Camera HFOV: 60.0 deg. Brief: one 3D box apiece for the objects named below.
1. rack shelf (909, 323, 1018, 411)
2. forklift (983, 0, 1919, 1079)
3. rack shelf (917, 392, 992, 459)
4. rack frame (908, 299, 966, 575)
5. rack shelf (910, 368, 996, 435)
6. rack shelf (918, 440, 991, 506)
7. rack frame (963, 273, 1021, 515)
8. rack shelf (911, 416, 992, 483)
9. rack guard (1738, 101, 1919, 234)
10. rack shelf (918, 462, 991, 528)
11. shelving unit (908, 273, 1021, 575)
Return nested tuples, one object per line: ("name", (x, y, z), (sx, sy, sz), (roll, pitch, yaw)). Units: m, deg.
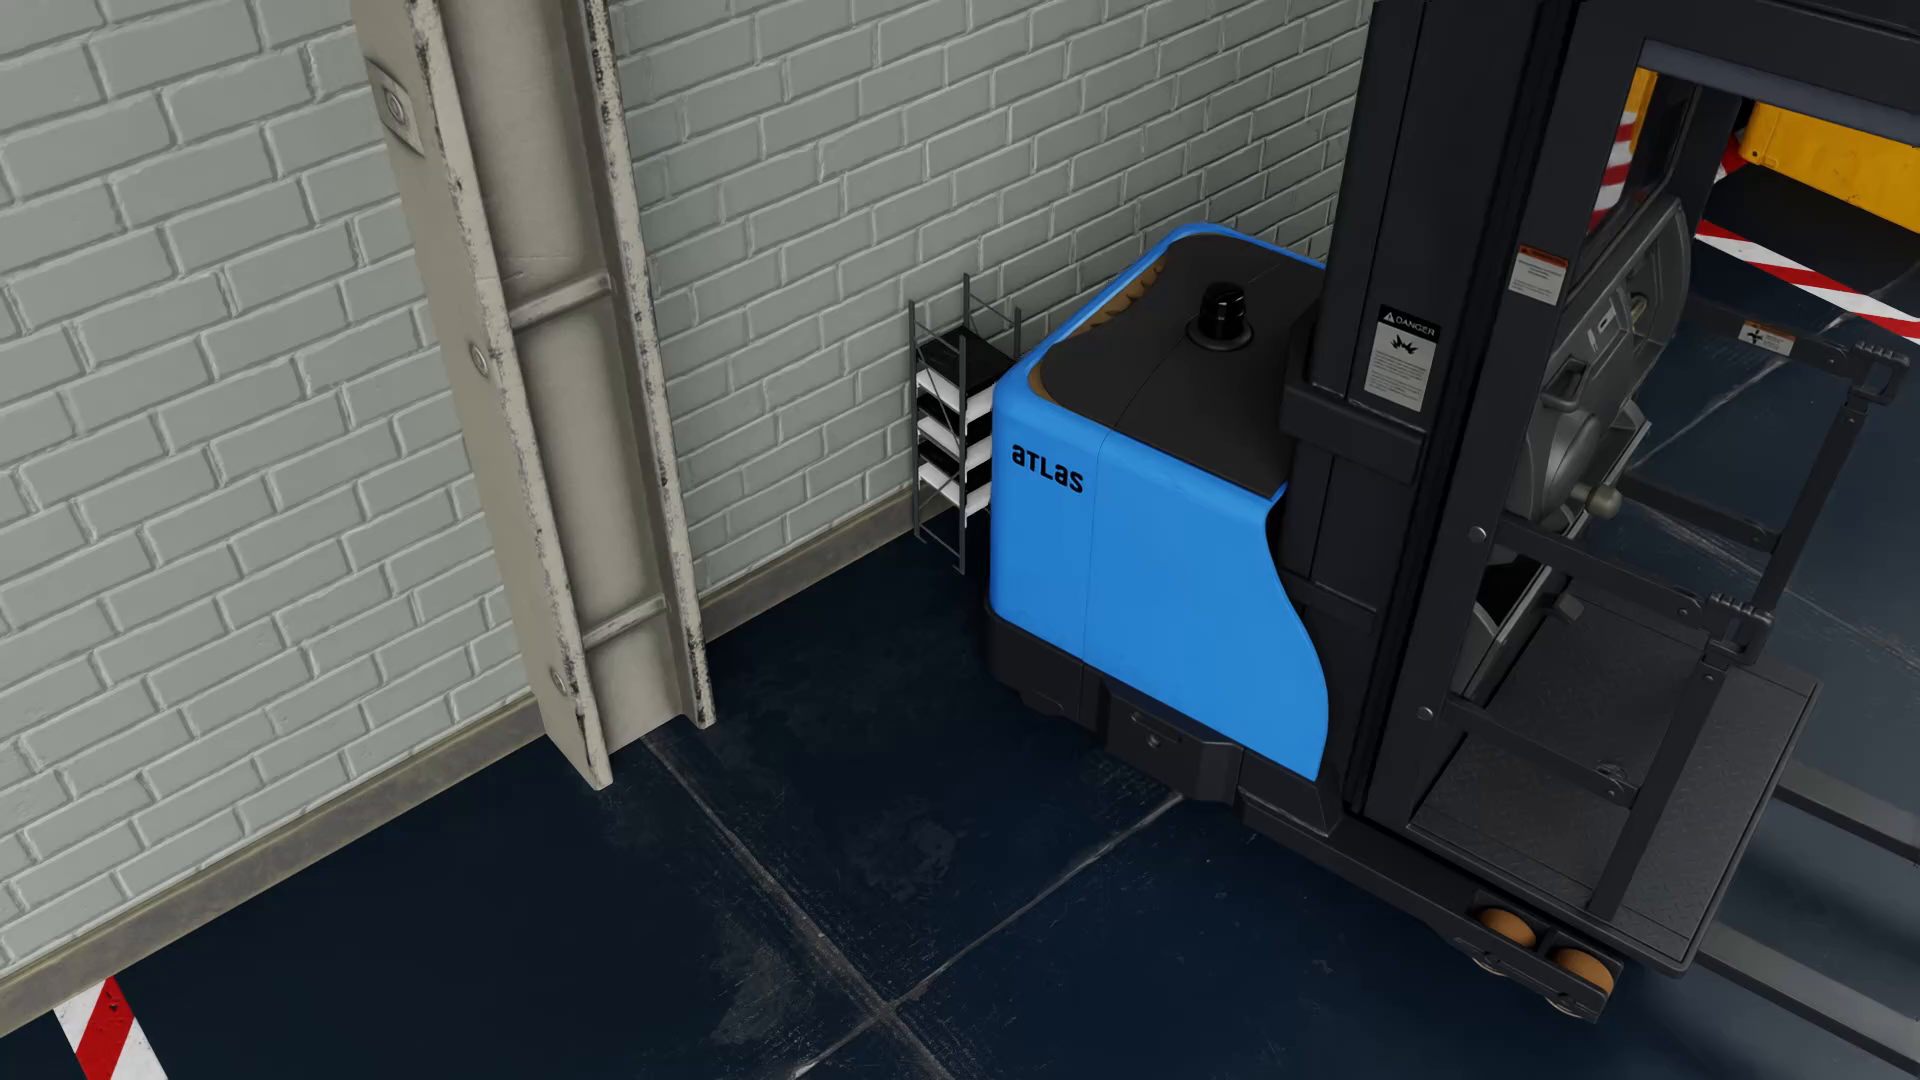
("rack shelf", (0.013, -0.500, 4.780), (0.200, 0.077, 0.258), (-30, 51, -28))
("forklift", (1.553, -0.334, 3.465), (3.031, 2.935, 1.130), (27, 49, 26))
("rack shelf", (0.013, -0.369, 4.903), (0.200, 0.077, 0.258), (-30, 51, -28))
("rack frame", (-0.064, -0.283, 4.893), (0.006, 0.900, 0.240), (-30, 51, -28))
("rack shelf", (0.013, -0.435, 4.841), (0.200, 0.077, 0.258), (-30, 51, -28))
("rack shelf", (0.013, -0.238, 5.026), (0.200, 0.077, 0.258), (-30, 51, -28))
("rack frame", (0.090, -0.373, 4.990), (0.006, 0.900, 0.240), (-30, 51, -28))
("rack shelf", (0.013, -0.303, 4.964), (0.200, 0.077, 0.258), (-30, 51, -28))
("rack guard", (3.744, -1.573, 6.559), (0.348, 0.500, 1.175), (-30, 51, -28))
("rack shelf", (0.013, -0.172, 5.088), (0.200, 0.077, 0.258), (-30, 51, -28))
("shelving unit", (0.013, -0.328, 4.942), (0.210, 0.900, 0.258), (-30, 51, -28))
